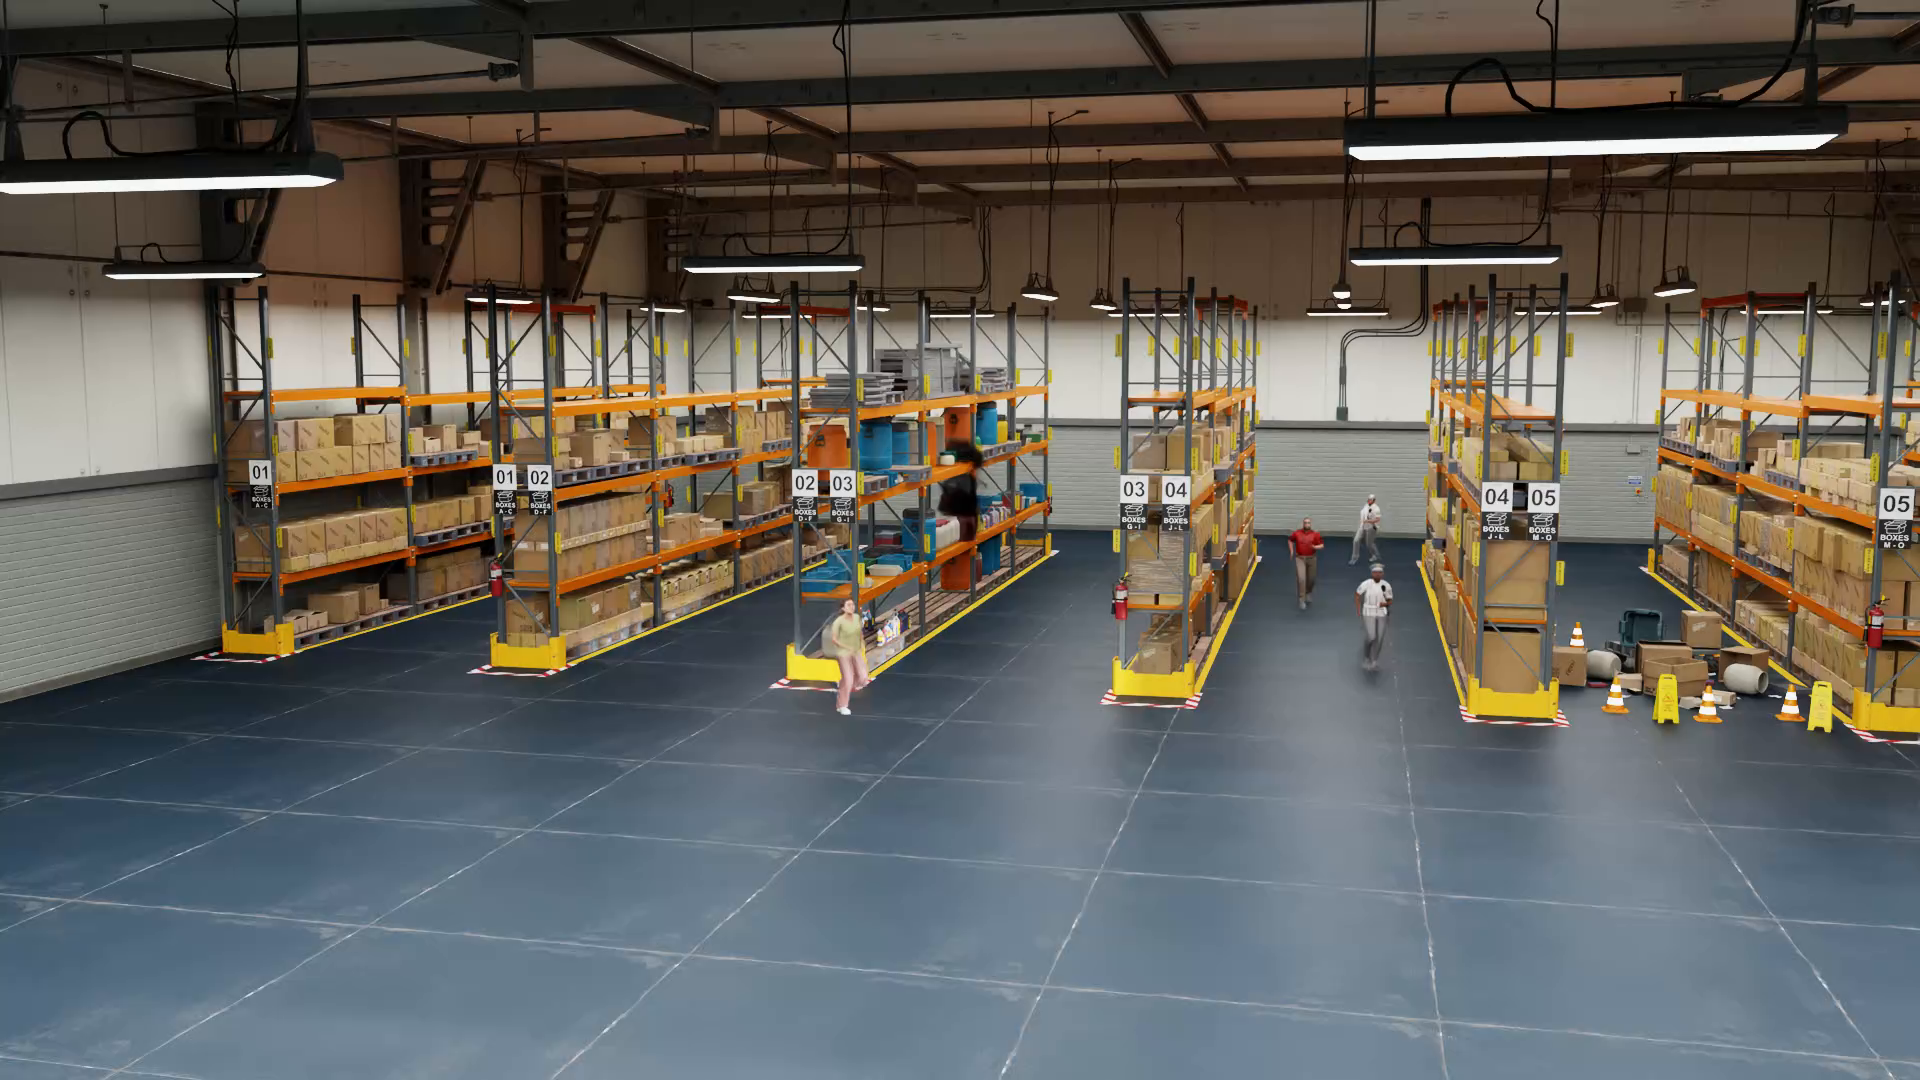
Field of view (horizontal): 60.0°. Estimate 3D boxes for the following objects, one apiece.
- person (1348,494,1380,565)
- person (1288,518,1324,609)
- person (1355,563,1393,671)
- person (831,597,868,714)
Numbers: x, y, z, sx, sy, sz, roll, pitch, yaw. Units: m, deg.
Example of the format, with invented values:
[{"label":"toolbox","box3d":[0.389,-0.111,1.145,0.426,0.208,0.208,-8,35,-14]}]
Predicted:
[{"label":"person","box3d":[9.520,-0.252,38.675,0.892,1.646,0.640,-4,8,-34]},{"label":"person","box3d":[6.706,0.425,32.224,0.660,1.718,0.967,1,7,6]},{"label":"person","box3d":[6.454,1.197,25.880,0.541,1.695,0.676,0,7,3]},{"label":"person","box3d":[-1.513,1.584,22.838,0.611,1.628,0.604,-5,9,-39]}]
